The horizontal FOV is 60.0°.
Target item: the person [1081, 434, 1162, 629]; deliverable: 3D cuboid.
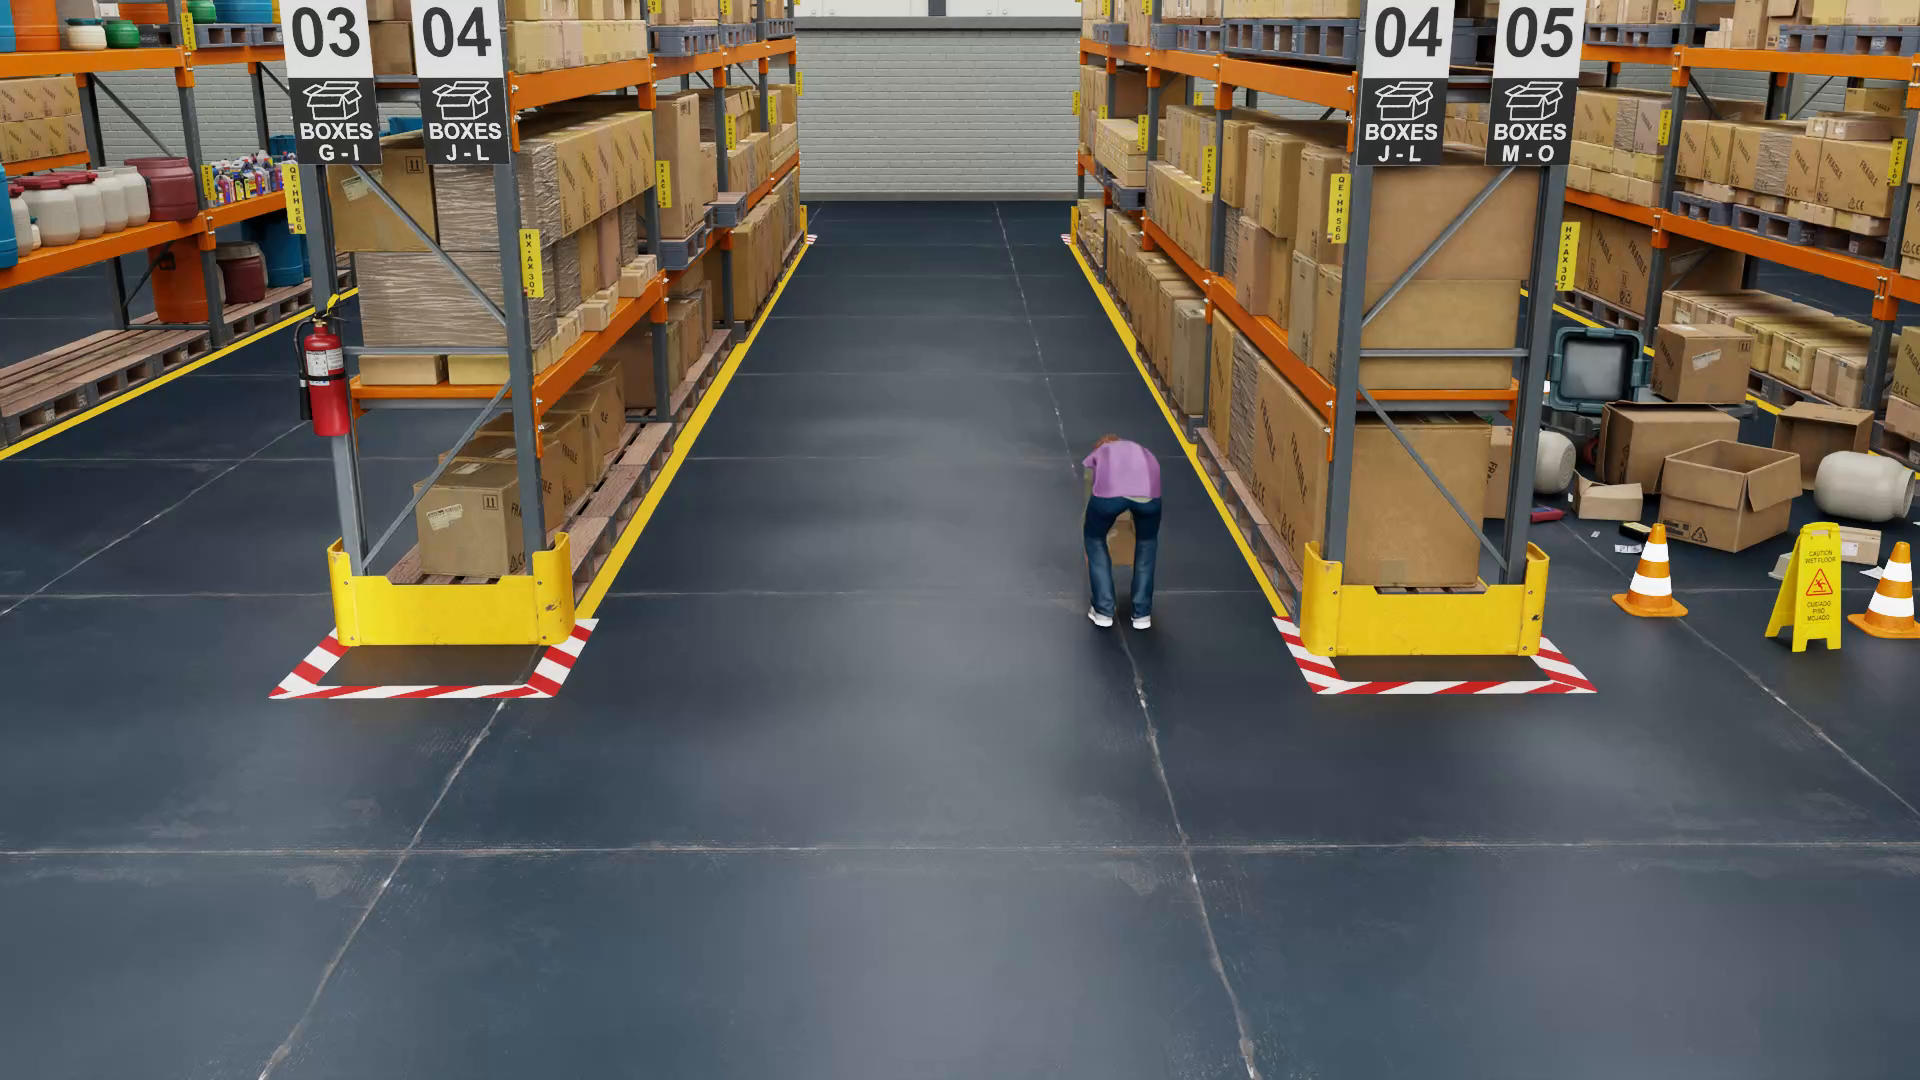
[{"bbox_3d":[0.843,-0.079,8.847,0.396,0.980,0.871,-1,17,-3],"label":"person"}]
